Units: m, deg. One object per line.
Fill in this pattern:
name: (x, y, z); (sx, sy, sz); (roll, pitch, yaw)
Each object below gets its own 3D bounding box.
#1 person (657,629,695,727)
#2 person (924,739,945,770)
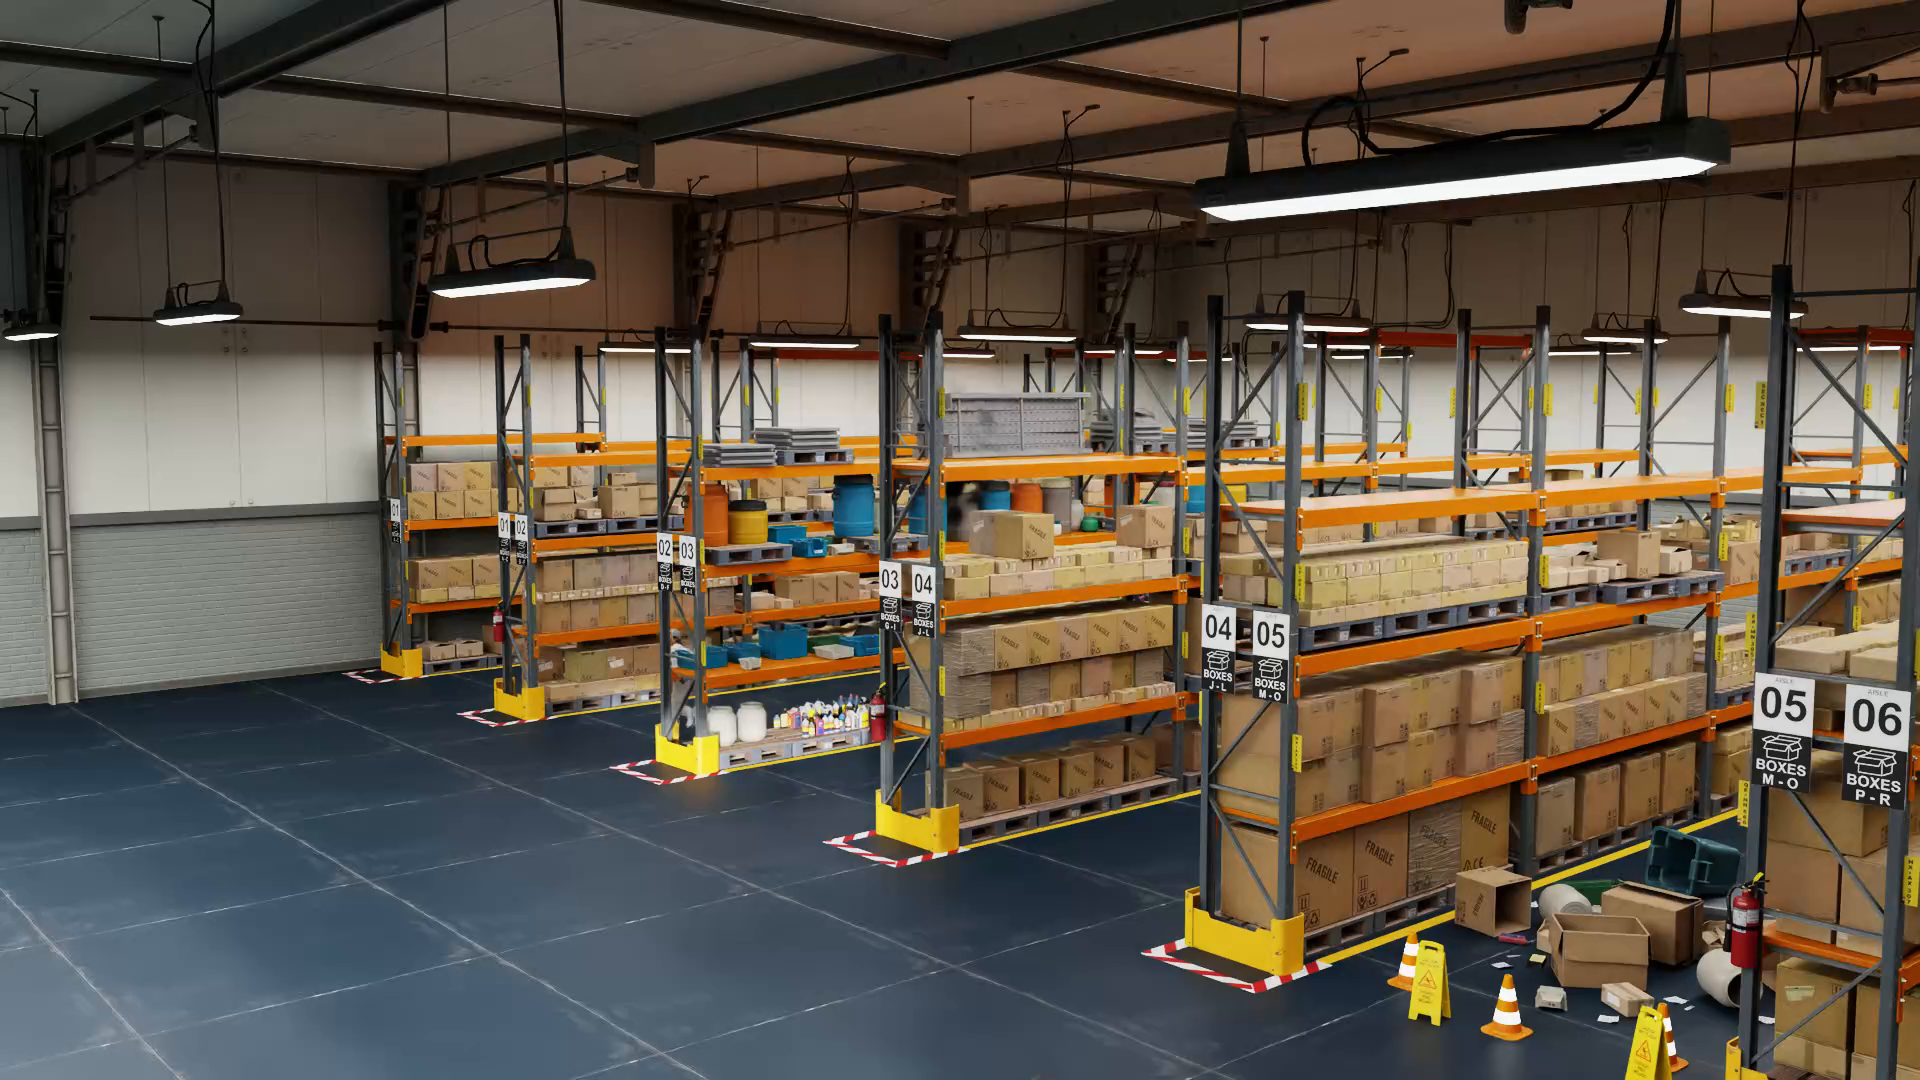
person: (-4.145, 2.133, 24.626); (0.700, 1.640, 0.613); (-4, 7, -37)
person: (-0.316, 2.424, 20.853); (0.658, 1.703, 0.639); (5, 7, 43)
